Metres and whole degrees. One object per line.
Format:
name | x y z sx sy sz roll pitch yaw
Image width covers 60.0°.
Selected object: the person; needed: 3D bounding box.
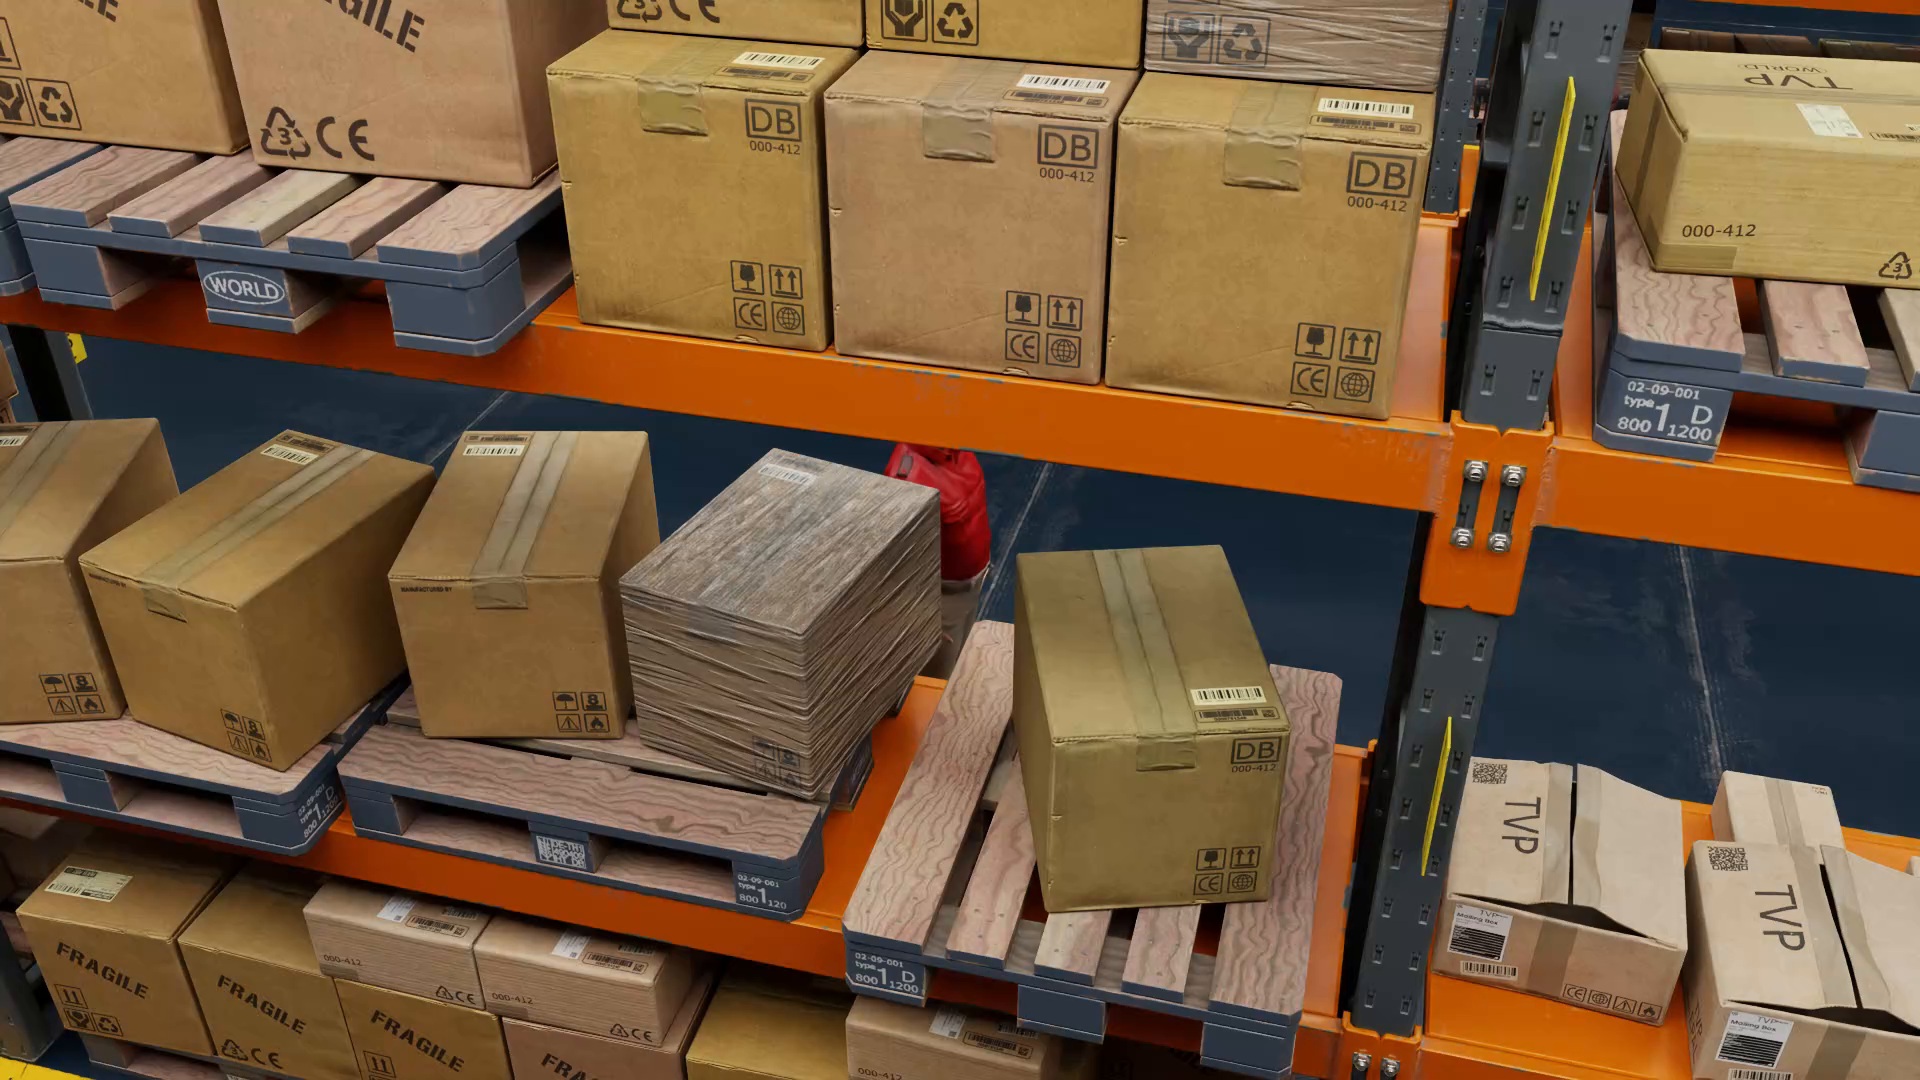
person | -0.061 0.181 5.875 0.362 1.727 0.528 9 34 14
